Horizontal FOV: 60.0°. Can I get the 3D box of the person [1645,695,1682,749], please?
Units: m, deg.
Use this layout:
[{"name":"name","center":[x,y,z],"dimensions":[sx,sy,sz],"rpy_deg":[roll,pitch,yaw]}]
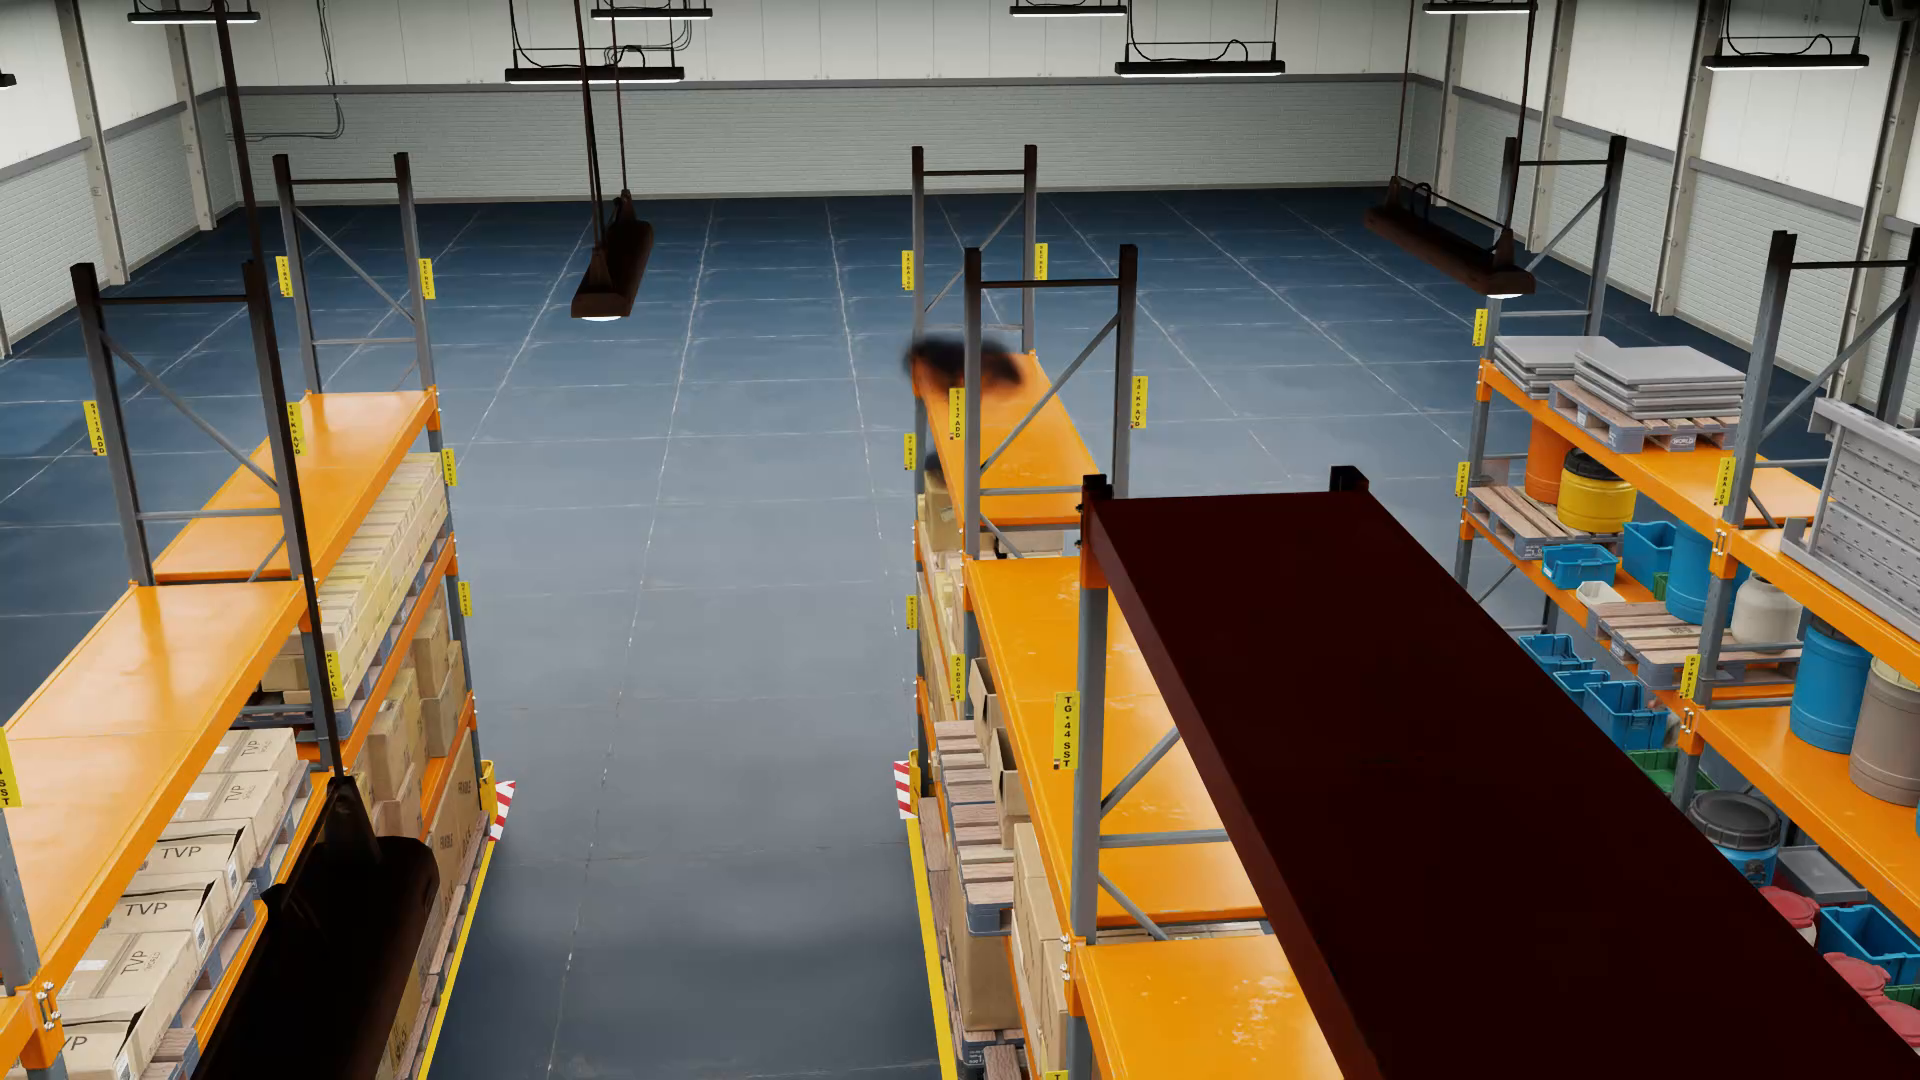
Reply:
[{"name":"person","center":[6.605,1.625,15.322],"dimensions":[0.584,1.635,0.817],"rpy_deg":[-8,23,-20]}]
